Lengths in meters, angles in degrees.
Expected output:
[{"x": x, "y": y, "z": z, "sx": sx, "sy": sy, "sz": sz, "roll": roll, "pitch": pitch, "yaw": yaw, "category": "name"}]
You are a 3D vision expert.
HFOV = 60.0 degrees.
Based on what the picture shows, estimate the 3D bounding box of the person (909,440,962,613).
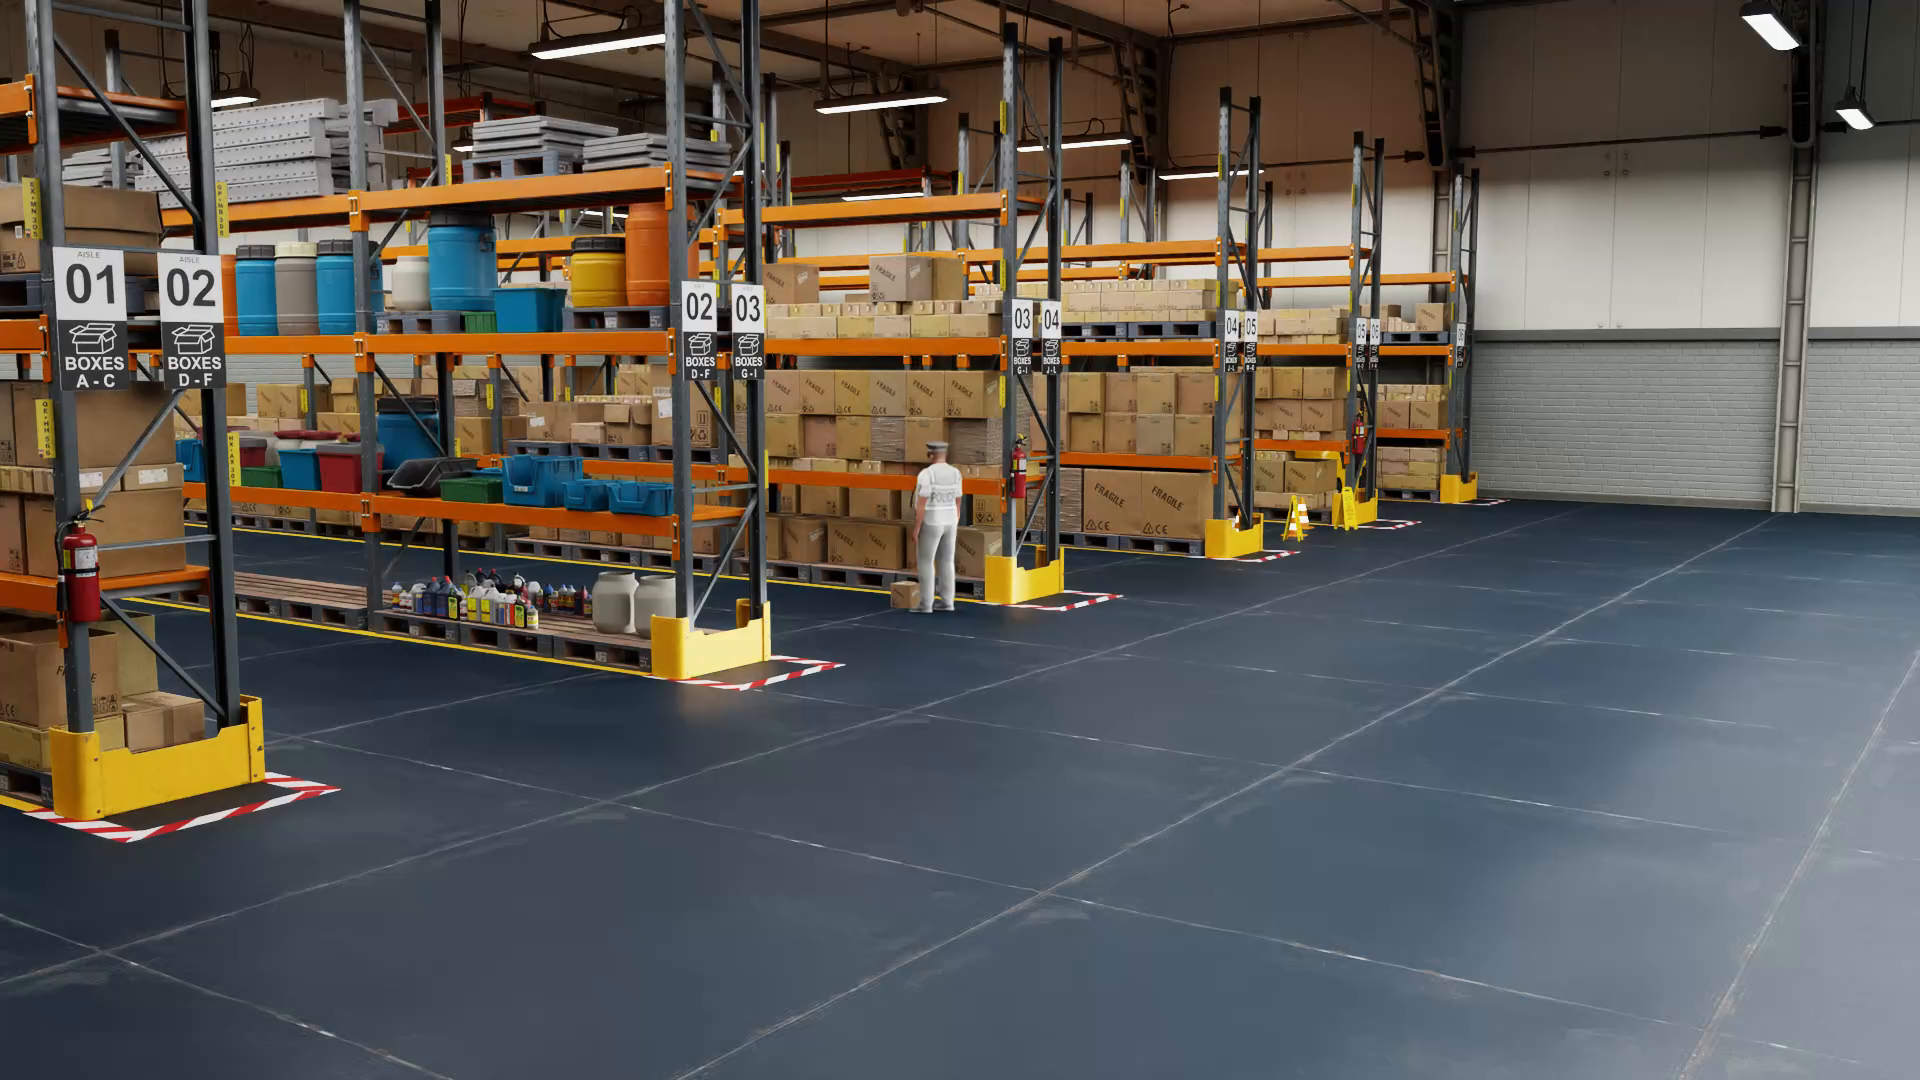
[{"x": -0.258, "y": -0.133, "z": 16.912, "sx": 0.543, "sy": 1.758, "sz": 0.434, "roll": -5, "pitch": 8, "yaw": -36, "category": "person"}]
